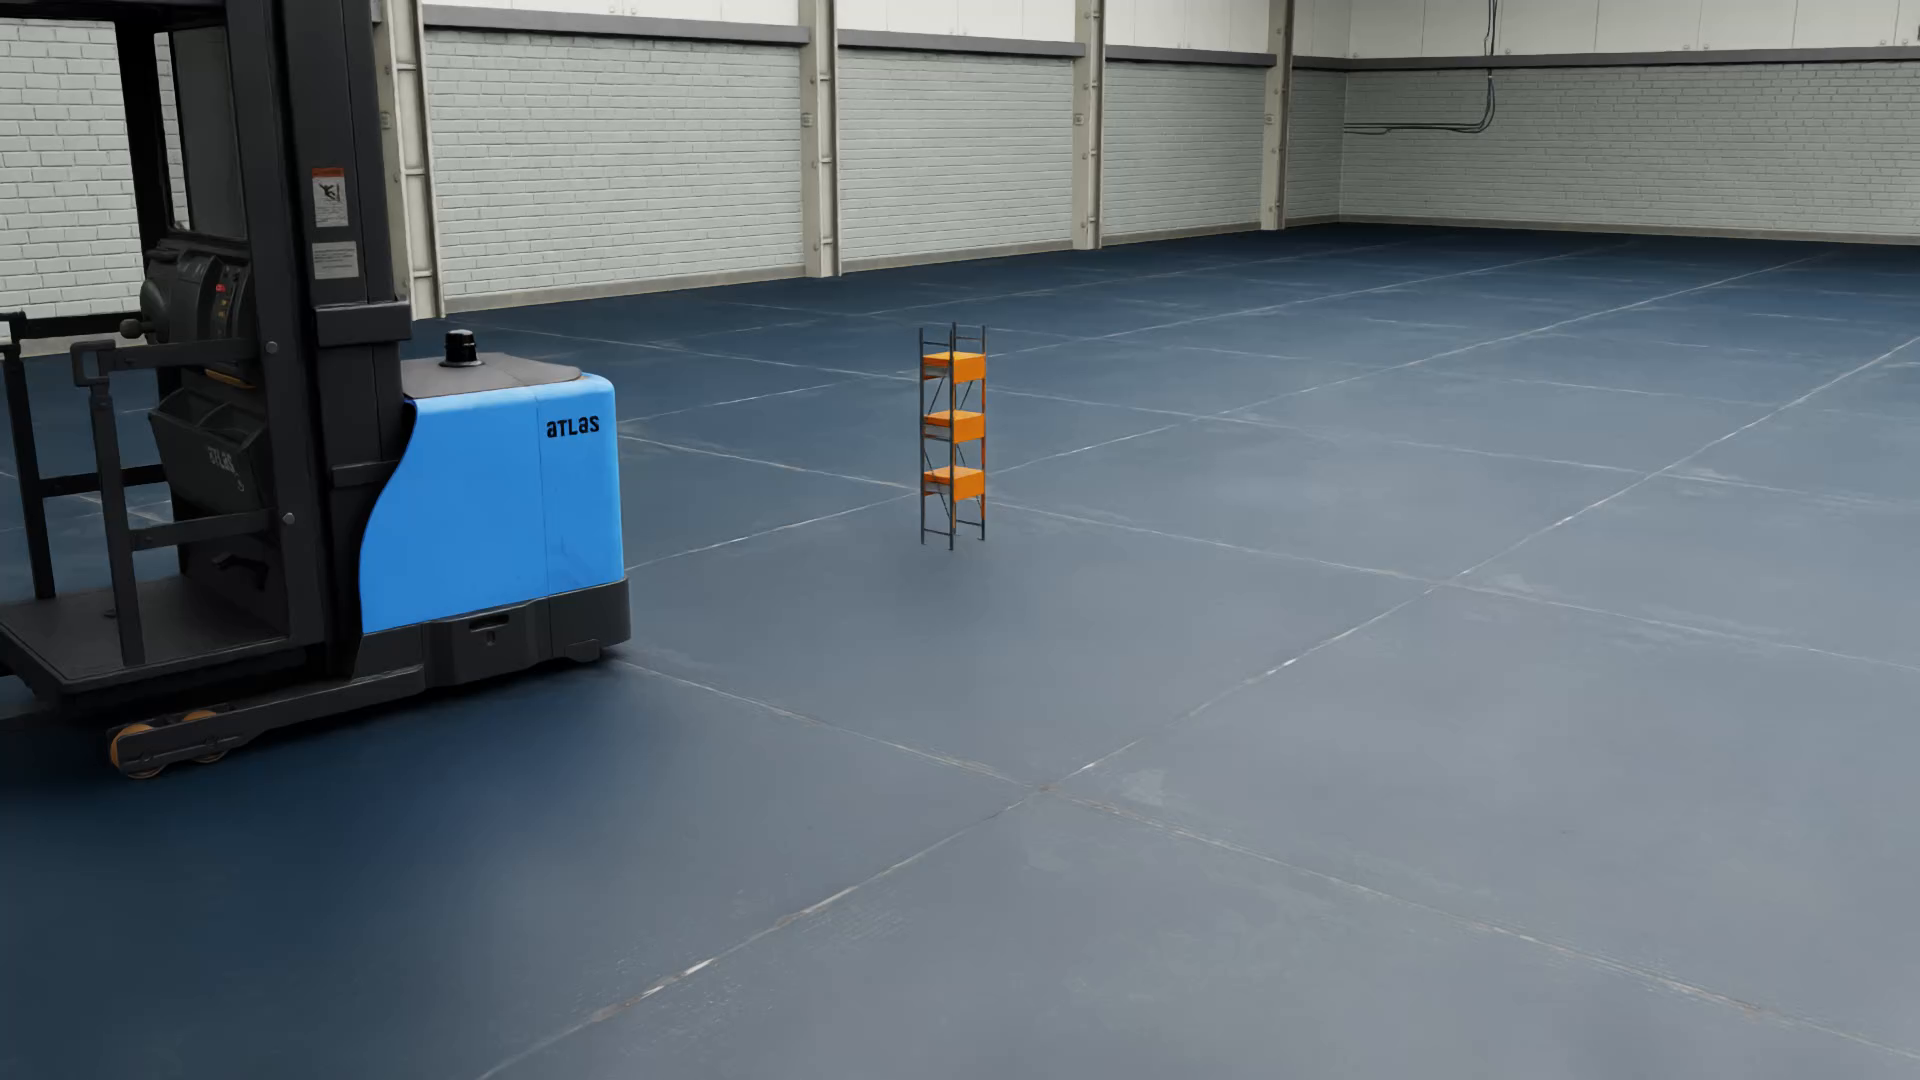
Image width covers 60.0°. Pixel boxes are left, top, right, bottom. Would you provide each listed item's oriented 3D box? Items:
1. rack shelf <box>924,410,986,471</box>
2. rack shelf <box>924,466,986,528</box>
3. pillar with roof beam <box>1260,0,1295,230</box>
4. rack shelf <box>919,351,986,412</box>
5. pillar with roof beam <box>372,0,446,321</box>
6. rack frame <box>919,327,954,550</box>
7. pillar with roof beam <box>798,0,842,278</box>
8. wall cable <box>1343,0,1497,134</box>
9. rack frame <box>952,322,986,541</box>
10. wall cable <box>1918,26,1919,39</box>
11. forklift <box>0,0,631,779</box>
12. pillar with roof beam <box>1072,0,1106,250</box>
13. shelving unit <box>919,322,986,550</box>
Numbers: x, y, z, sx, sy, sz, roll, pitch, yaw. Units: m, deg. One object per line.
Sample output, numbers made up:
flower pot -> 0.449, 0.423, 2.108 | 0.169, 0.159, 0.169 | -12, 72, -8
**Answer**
rack shelf -> -0.034, -0.488, 7.956 | 0.215, 0.259, 0.240 | 11, 18, 38
rack shelf -> -0.034, -0.219, 8.024 | 0.215, 0.259, 0.240 | 11, 18, 38
pillar with roof beam -> 9.106, -9.430, 26.966 | 9.100, 9.000, 0.400 | 11, 18, 38
rack shelf -> -0.034, -0.763, 7.886 | 0.215, 0.259, 0.240 | 11, 18, 38
pillar with roof beam -> -2.207, -5.983, 13.397 | 9.100, 9.000, 0.400 | 11, 18, 38
rack frame -> -0.110, -0.475, 7.861 | 0.200, 1.050, 0.008 | 11, 18, 38
pillar with roof beam -> 1.564, -7.132, 17.920 | 9.100, 9.000, 0.400 | 11, 18, 38
wall cable -> 8.638, -8.951, 31.386 | 3.097, 2.526, 0.112 | 11, 18, 38
rack frame -> 0.043, -0.522, 8.045 | 0.200, 1.050, 0.008 | 11, 18, 38
wall cable -> 16.012, -10.632, 24.790 | 2.305, 6.003, 0.169 | 11, 18, 38
forklift -> -2.690, -0.820, 5.399 | 3.031, 2.935, 1.130 | -13, 19, -41
pillar with roof beam -> 5.335, -8.281, 22.443 | 9.100, 9.000, 0.400 | 11, 18, 38
shelving unit -> -0.034, -0.499, 7.953 | 0.215, 1.050, 0.252 | 11, 18, 38
